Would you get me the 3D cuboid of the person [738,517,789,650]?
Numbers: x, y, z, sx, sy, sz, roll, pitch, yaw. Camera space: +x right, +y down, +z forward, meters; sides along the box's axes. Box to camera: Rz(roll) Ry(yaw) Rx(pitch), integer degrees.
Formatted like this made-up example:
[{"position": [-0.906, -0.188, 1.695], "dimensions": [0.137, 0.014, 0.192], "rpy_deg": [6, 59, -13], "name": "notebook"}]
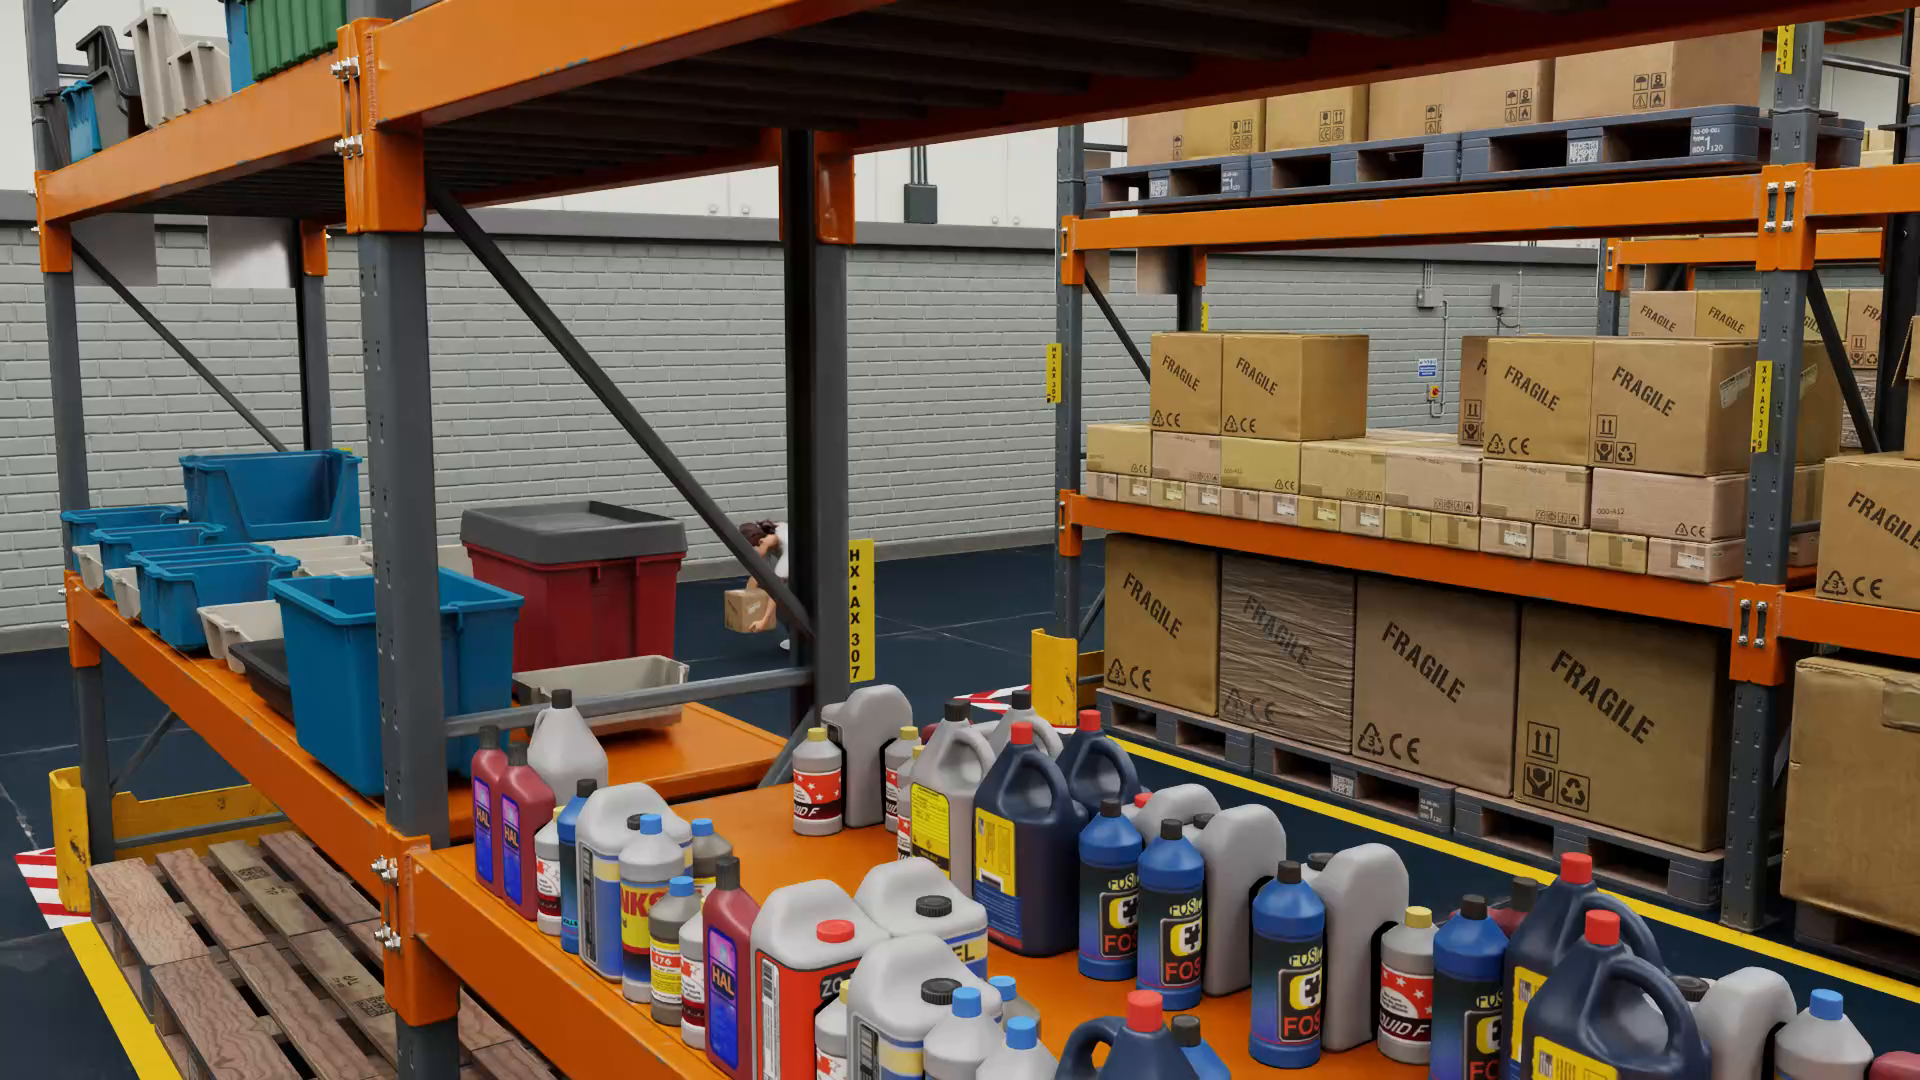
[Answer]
[{"position": [-1.148, 0.309, 11.268], "dimensions": [0.856, 0.941, 0.416], "rpy_deg": [-6, 10, -38], "name": "person"}]
